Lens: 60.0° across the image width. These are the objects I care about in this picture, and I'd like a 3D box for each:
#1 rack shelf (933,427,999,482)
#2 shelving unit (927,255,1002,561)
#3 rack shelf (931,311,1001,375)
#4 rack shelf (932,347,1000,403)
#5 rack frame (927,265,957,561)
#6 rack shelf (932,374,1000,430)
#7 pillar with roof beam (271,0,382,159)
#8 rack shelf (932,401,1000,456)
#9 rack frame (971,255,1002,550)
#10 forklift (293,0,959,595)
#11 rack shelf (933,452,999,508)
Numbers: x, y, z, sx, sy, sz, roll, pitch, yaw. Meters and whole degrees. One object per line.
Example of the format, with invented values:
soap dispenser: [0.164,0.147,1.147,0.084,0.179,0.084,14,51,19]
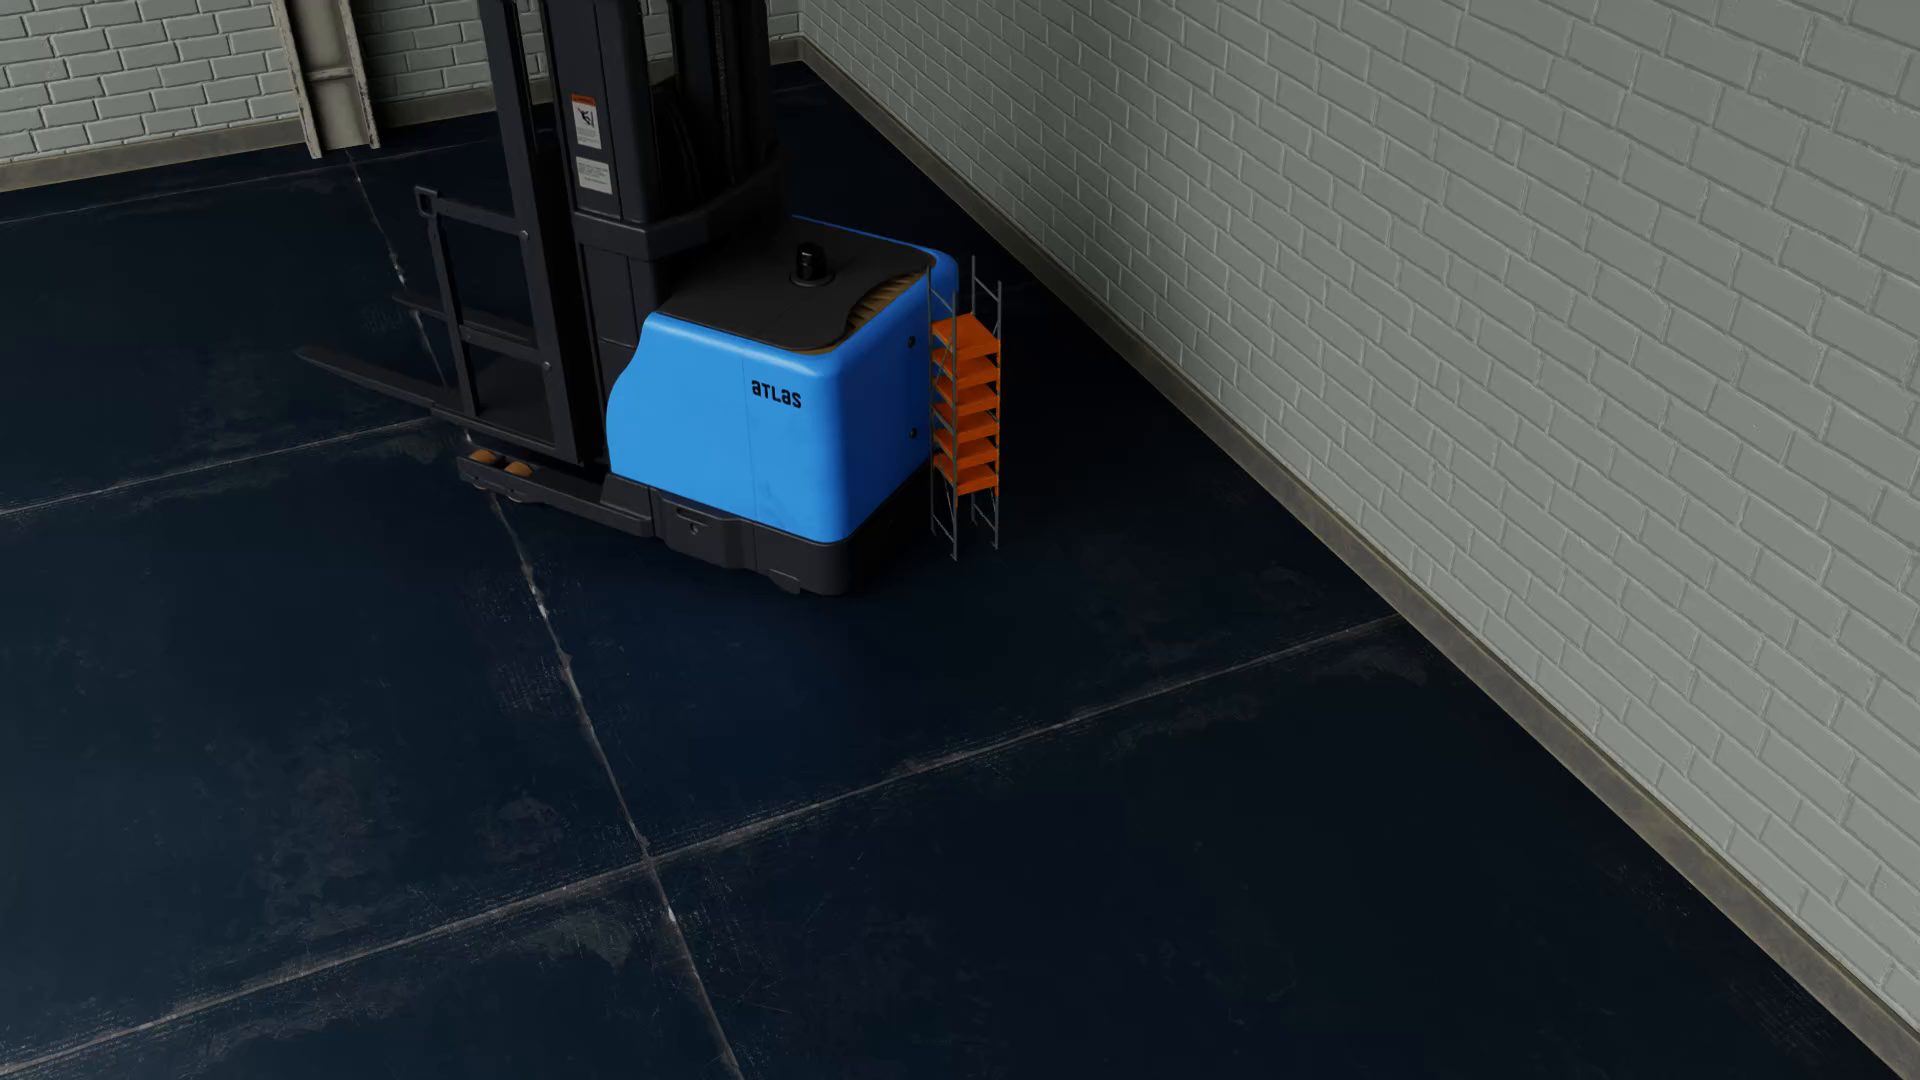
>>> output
rack shelf: [0.017,-0.353,6.494,0.180,0.103,0.258,-16,39,-20]
shelving unit: [0.016,-0.485,6.396,0.189,1.200,0.258,-16,39,-20]
rack shelf: [0.015,-0.738,6.208,0.180,0.103,0.258,-16,39,-20]
rack shelf: [0.016,-0.642,6.279,0.180,0.103,0.258,-16,39,-20]
rack frame: [-0.067,-0.462,6.365,0.006,1.200,0.240,-16,39,-20]
rack shelf: [0.016,-0.546,6.351,0.180,0.103,0.258,-16,39,-20]
pillar with roof beam: [-1.860,-3.665,4.137,0.400,9.000,9.100,-16,39,-20]
rack shelf: [0.016,-0.449,6.422,0.180,0.103,0.258,-16,39,-20]
rack frame: [0.099,-0.508,6.427,0.006,1.200,0.240,-16,39,-20]
forklift: [-1.532,-1.592,6.436,3.031,2.935,1.130,18,40,23]
rack shelf: [0.017,-0.256,6.565,0.180,0.103,0.258,-16,39,-20]
